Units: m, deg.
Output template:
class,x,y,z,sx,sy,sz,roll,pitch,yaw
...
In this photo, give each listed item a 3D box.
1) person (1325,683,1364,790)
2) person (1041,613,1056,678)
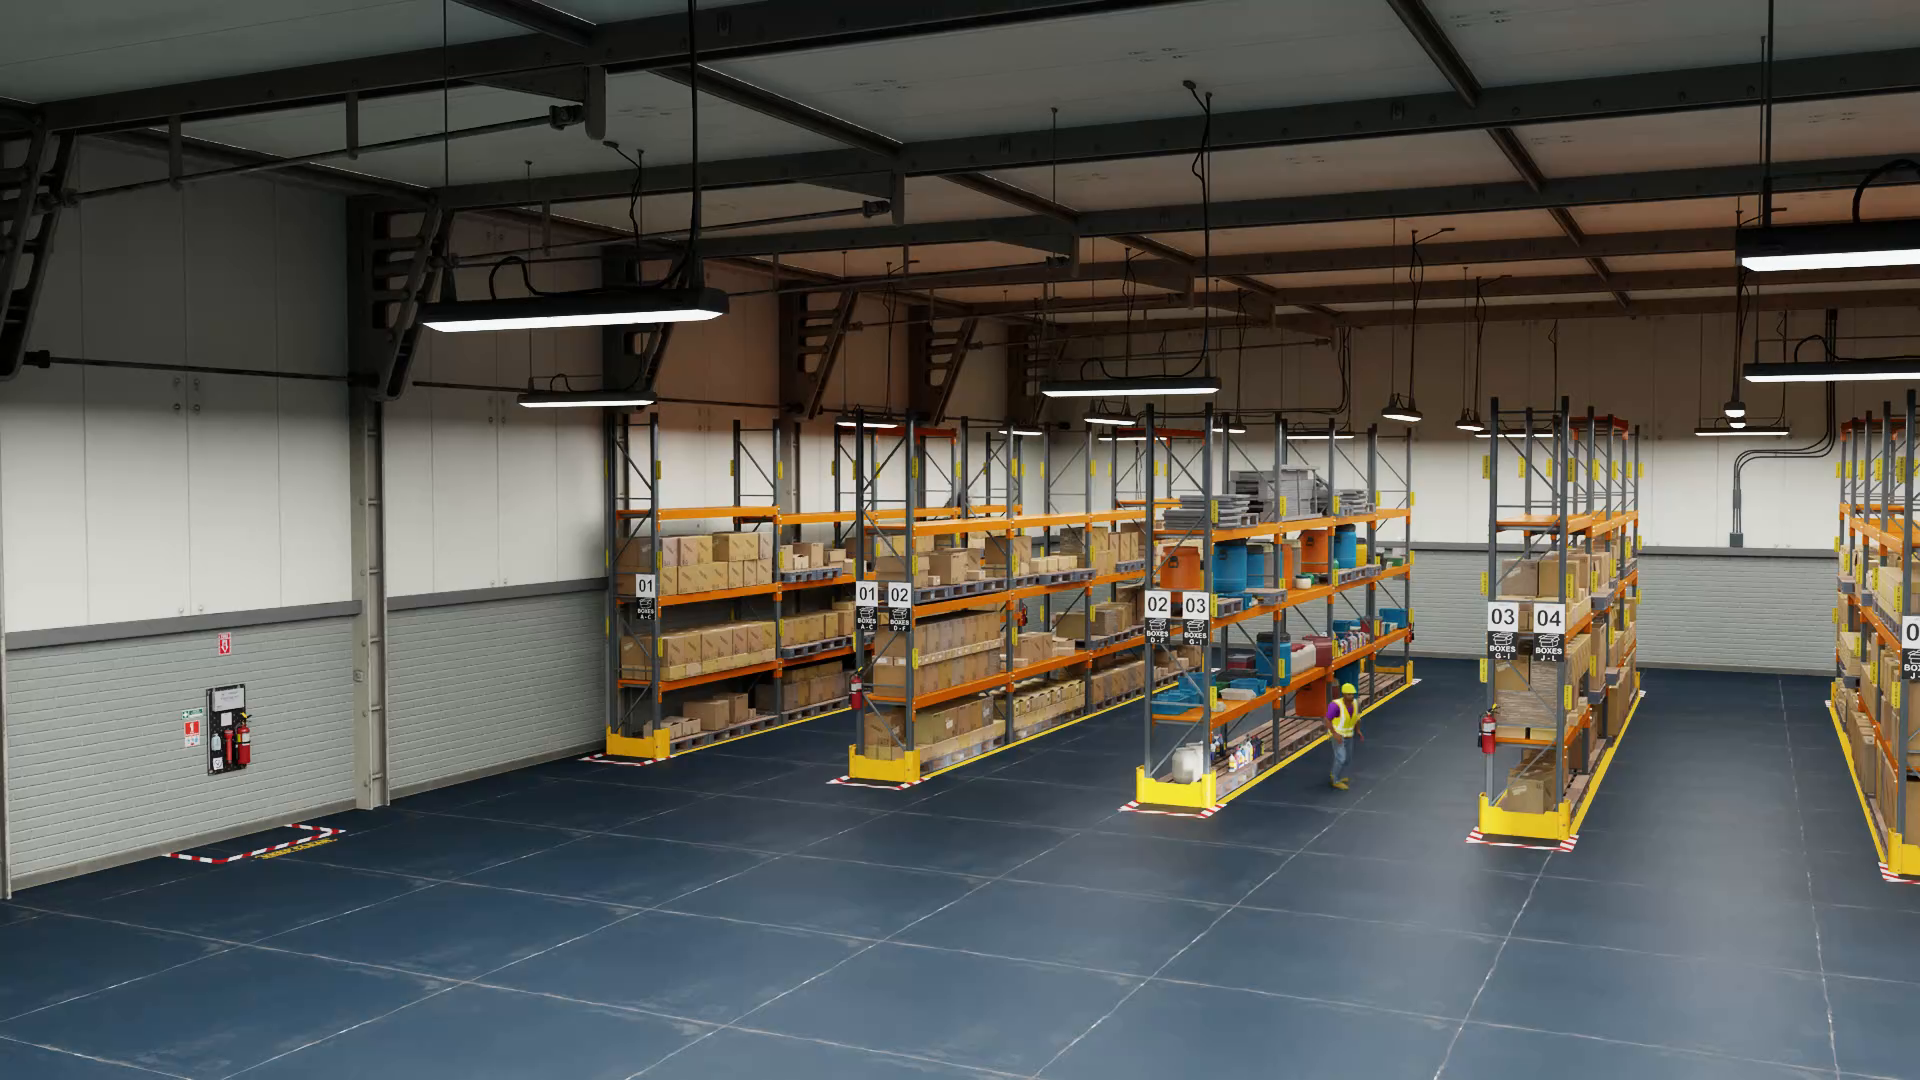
class,x,y,z,sx,sy,sz,roll,pitch,yaw
person,5.962,3.066,26.094,0.668,1.696,0.831,-1,3,-25
person,2.070,2.528,38.987,0.535,1.632,0.622,1,3,24
